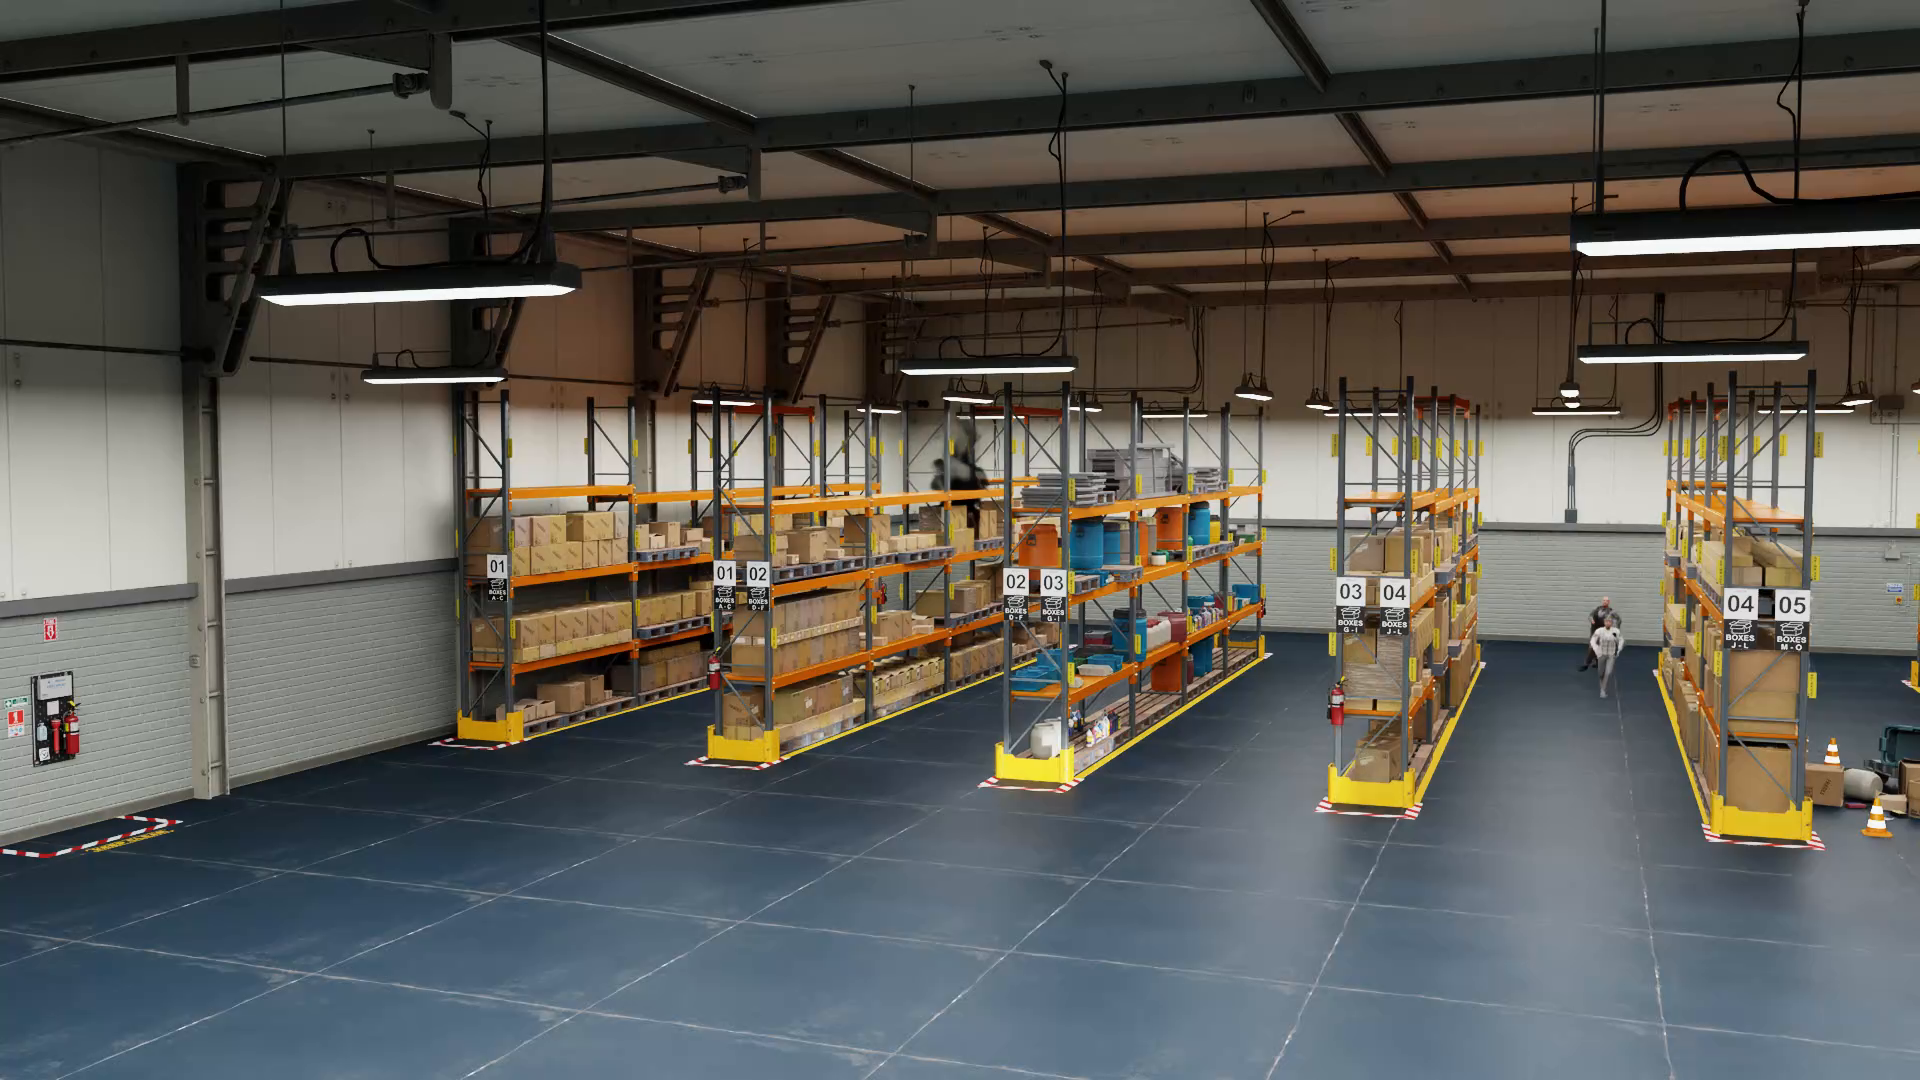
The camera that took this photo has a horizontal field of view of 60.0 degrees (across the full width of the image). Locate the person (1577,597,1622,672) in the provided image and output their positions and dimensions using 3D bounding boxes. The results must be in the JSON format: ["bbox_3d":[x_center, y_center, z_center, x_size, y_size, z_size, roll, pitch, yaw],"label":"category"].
[{"bbox_3d":[14.323,2.110,37.264,0.827,1.686,0.660,-2,4,-31],"label":"person"}]

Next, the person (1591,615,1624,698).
[{"bbox_3d":[13.110,2.330,33.688,0.640,1.673,0.717,1,3,18],"label":"person"}]
